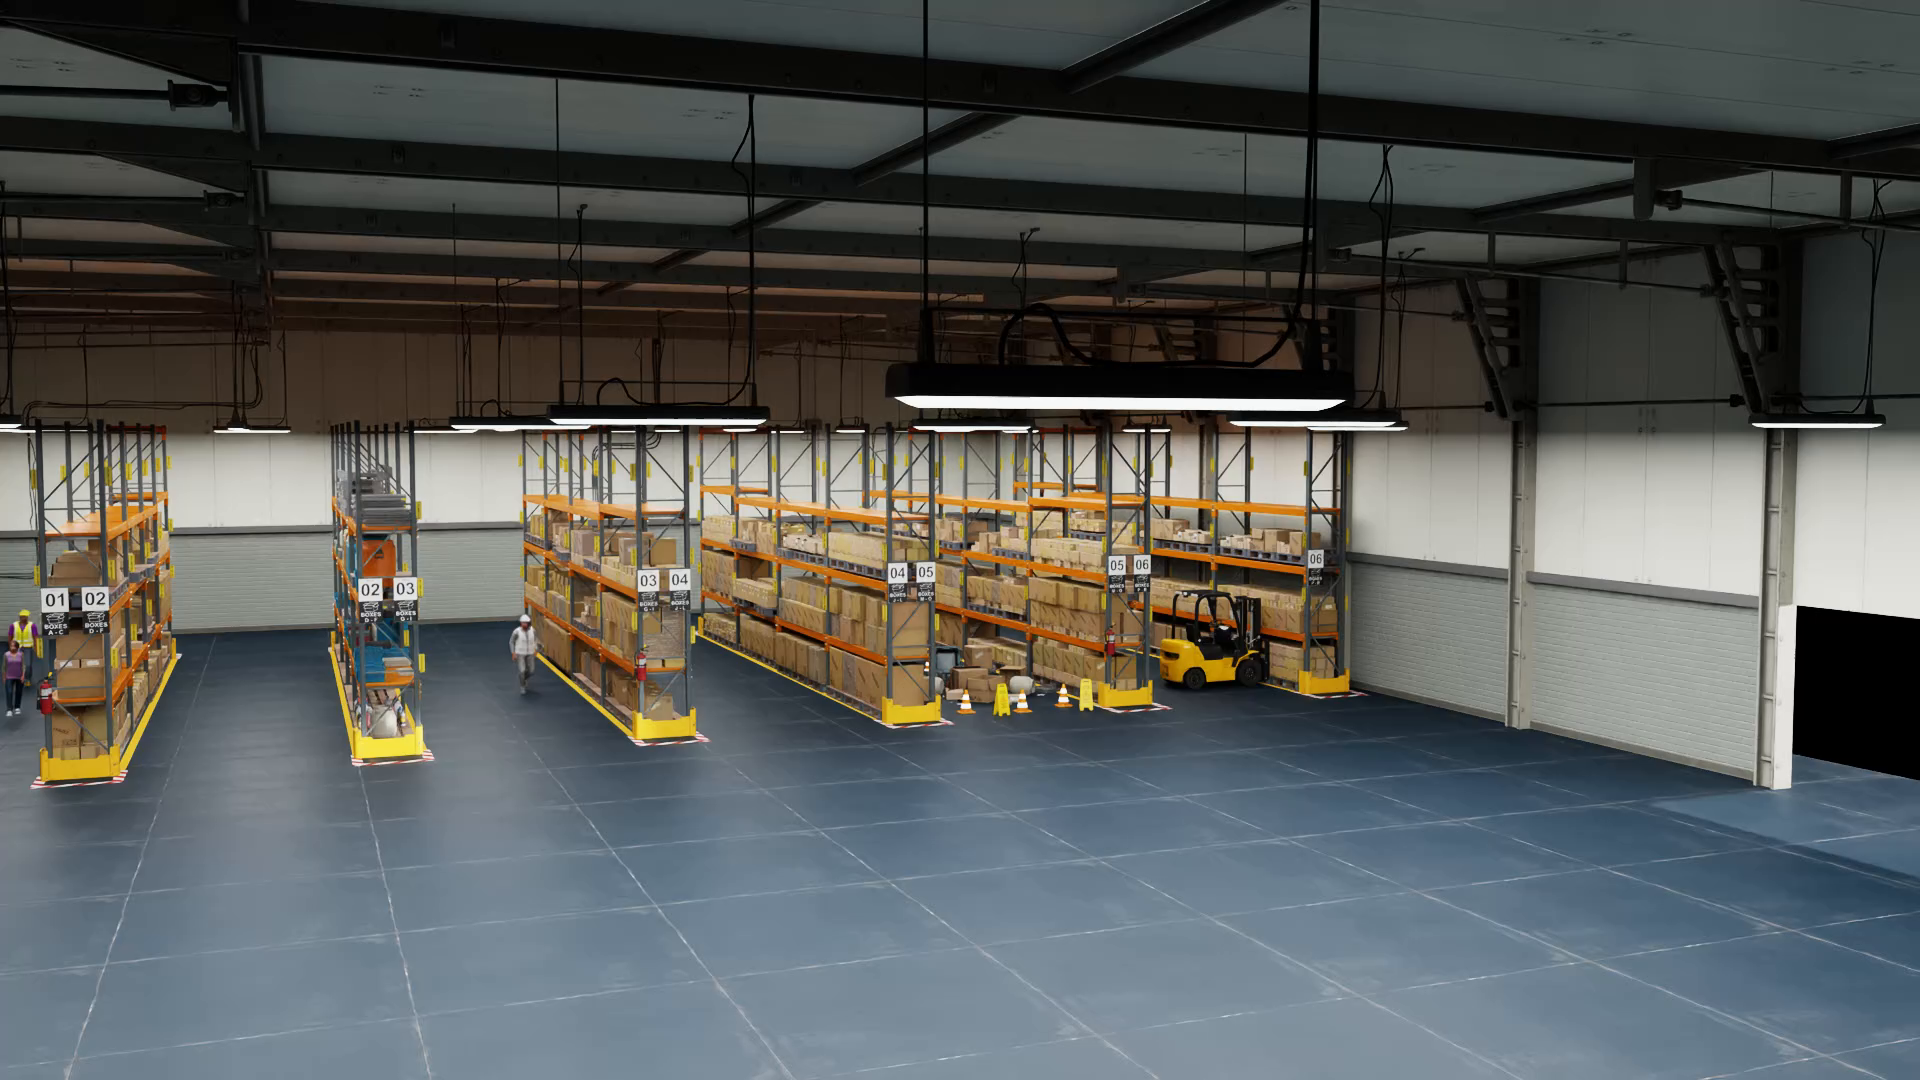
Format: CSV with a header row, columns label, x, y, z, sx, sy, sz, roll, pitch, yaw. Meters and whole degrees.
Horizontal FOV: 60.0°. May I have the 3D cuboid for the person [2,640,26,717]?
label,x,y,z,sx,sy,sz,roll,pitch,yaw
person,-19.233,2.812,33.828,0.434,1.546,0.967,-3,4,-37

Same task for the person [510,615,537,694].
label,x,y,z,sx,sy,sz,roll,pitch,yaw
person,-9.769,2.534,37.170,0.624,1.753,0.638,-3,4,-36

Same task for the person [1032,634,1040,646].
label,x,y,z,sx,sy,sz,roll,pitch,yaw
person,2.064,2.148,43.245,0.549,1.826,0.548,-2,4,-26

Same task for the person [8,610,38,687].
label,x,y,z,sx,sy,sz,roll,pitch,yaw
person,-21.284,2.495,37.792,0.595,1.789,0.685,-2,4,-30
